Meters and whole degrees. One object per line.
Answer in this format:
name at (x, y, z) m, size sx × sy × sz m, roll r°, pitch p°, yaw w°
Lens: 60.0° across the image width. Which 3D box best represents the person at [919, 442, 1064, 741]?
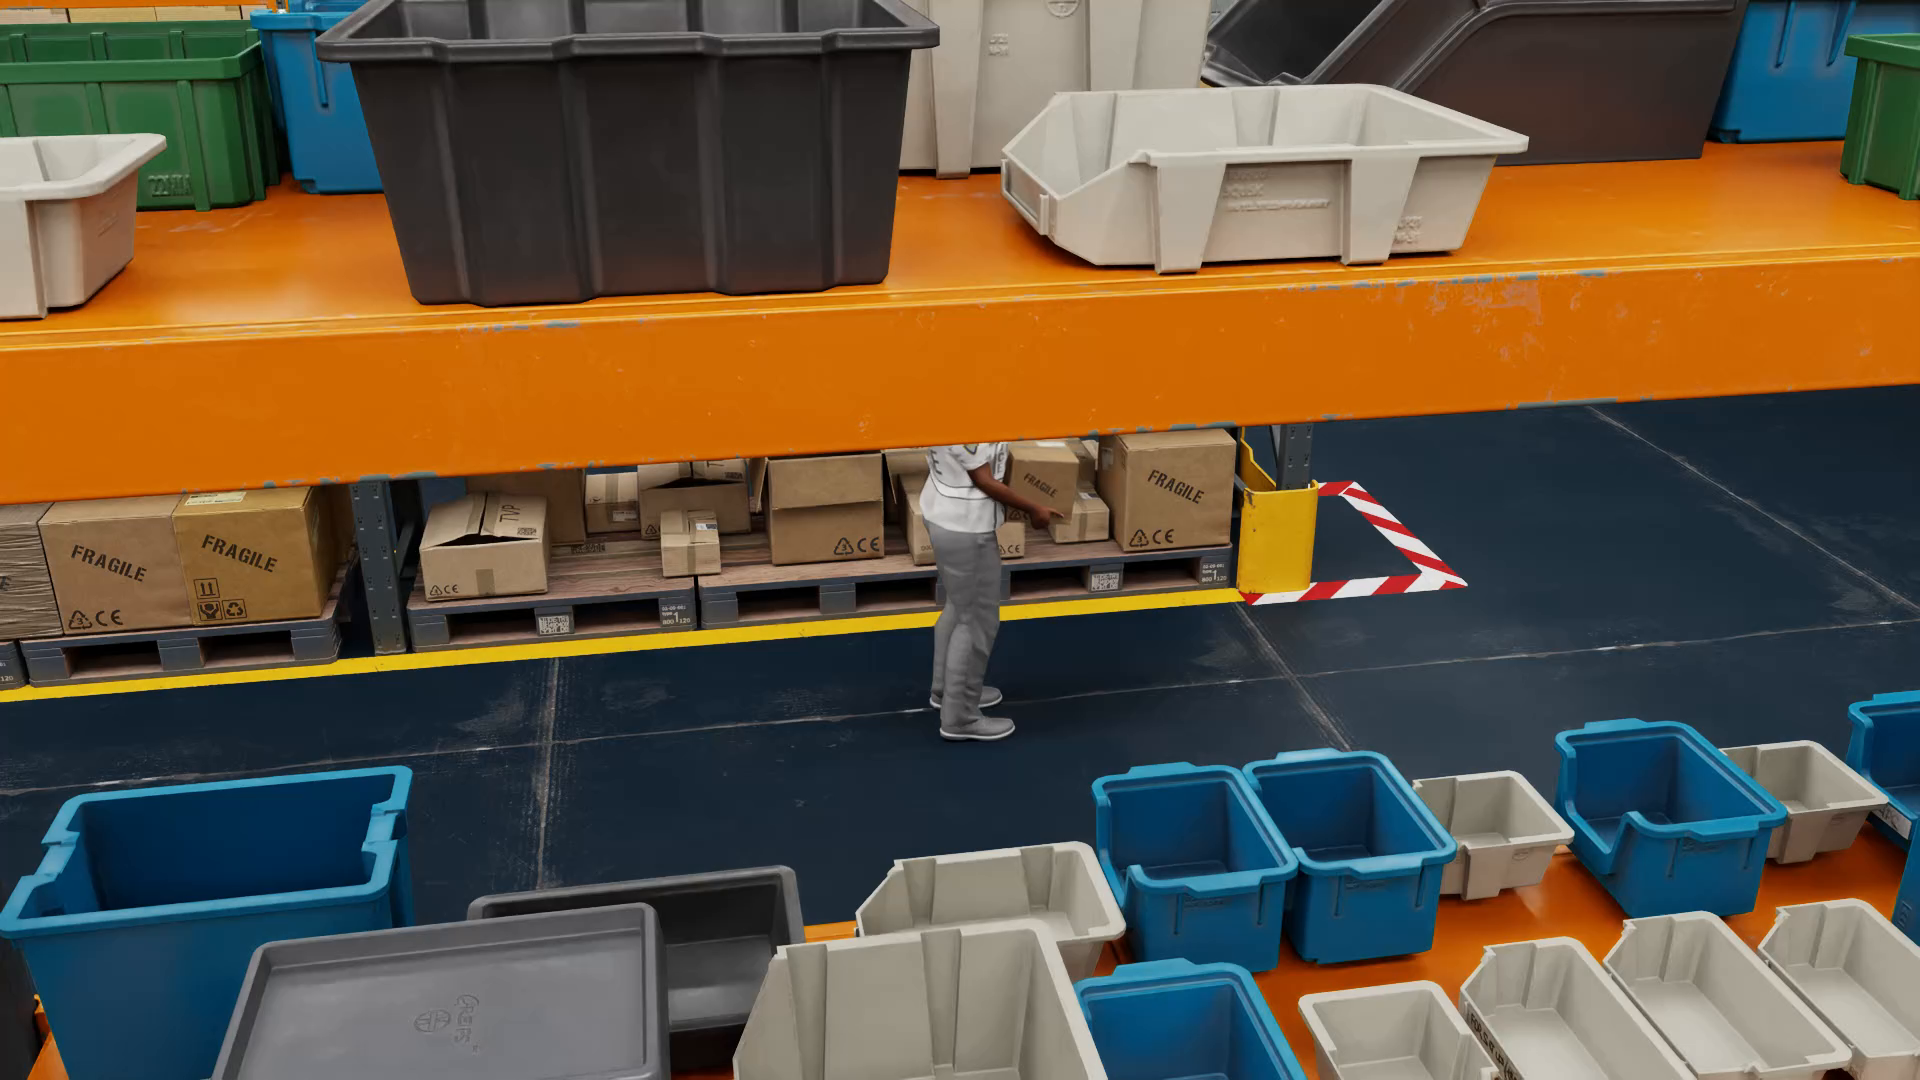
person at (0.098, -0.070, 6.231) m, size 0.531 × 1.688 × 0.451 m, roll -4°, pitch 24°, yaw -9°
